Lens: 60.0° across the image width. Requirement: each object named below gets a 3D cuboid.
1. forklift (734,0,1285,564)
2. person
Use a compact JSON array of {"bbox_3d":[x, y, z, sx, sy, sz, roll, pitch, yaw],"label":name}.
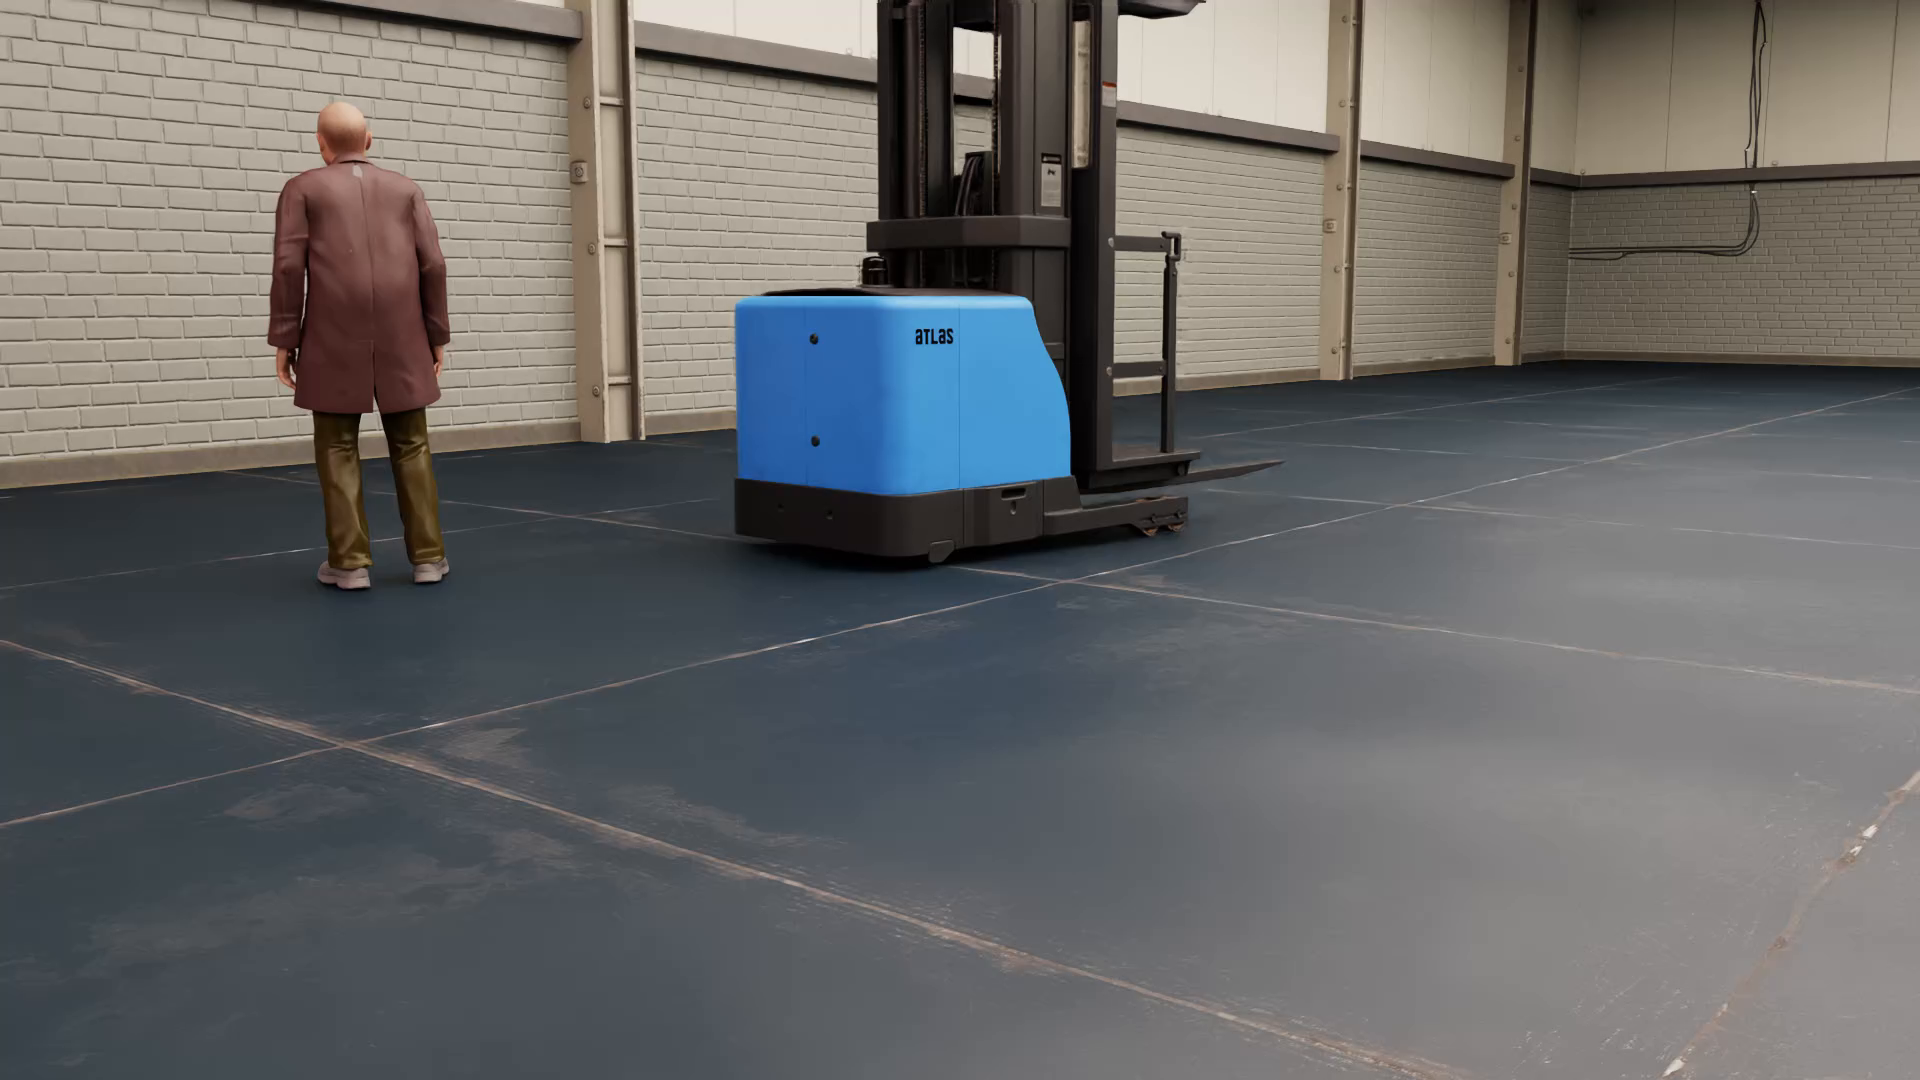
[{"bbox_3d":[0.415,-1.517,7.649,1.130,2.935,3.031,8,11,43],"label":"forklift"},{"bbox_3d":[-2.217,-0.715,6.162,0.653,1.773,0.425,-5,10,-31],"label":"person"}]
